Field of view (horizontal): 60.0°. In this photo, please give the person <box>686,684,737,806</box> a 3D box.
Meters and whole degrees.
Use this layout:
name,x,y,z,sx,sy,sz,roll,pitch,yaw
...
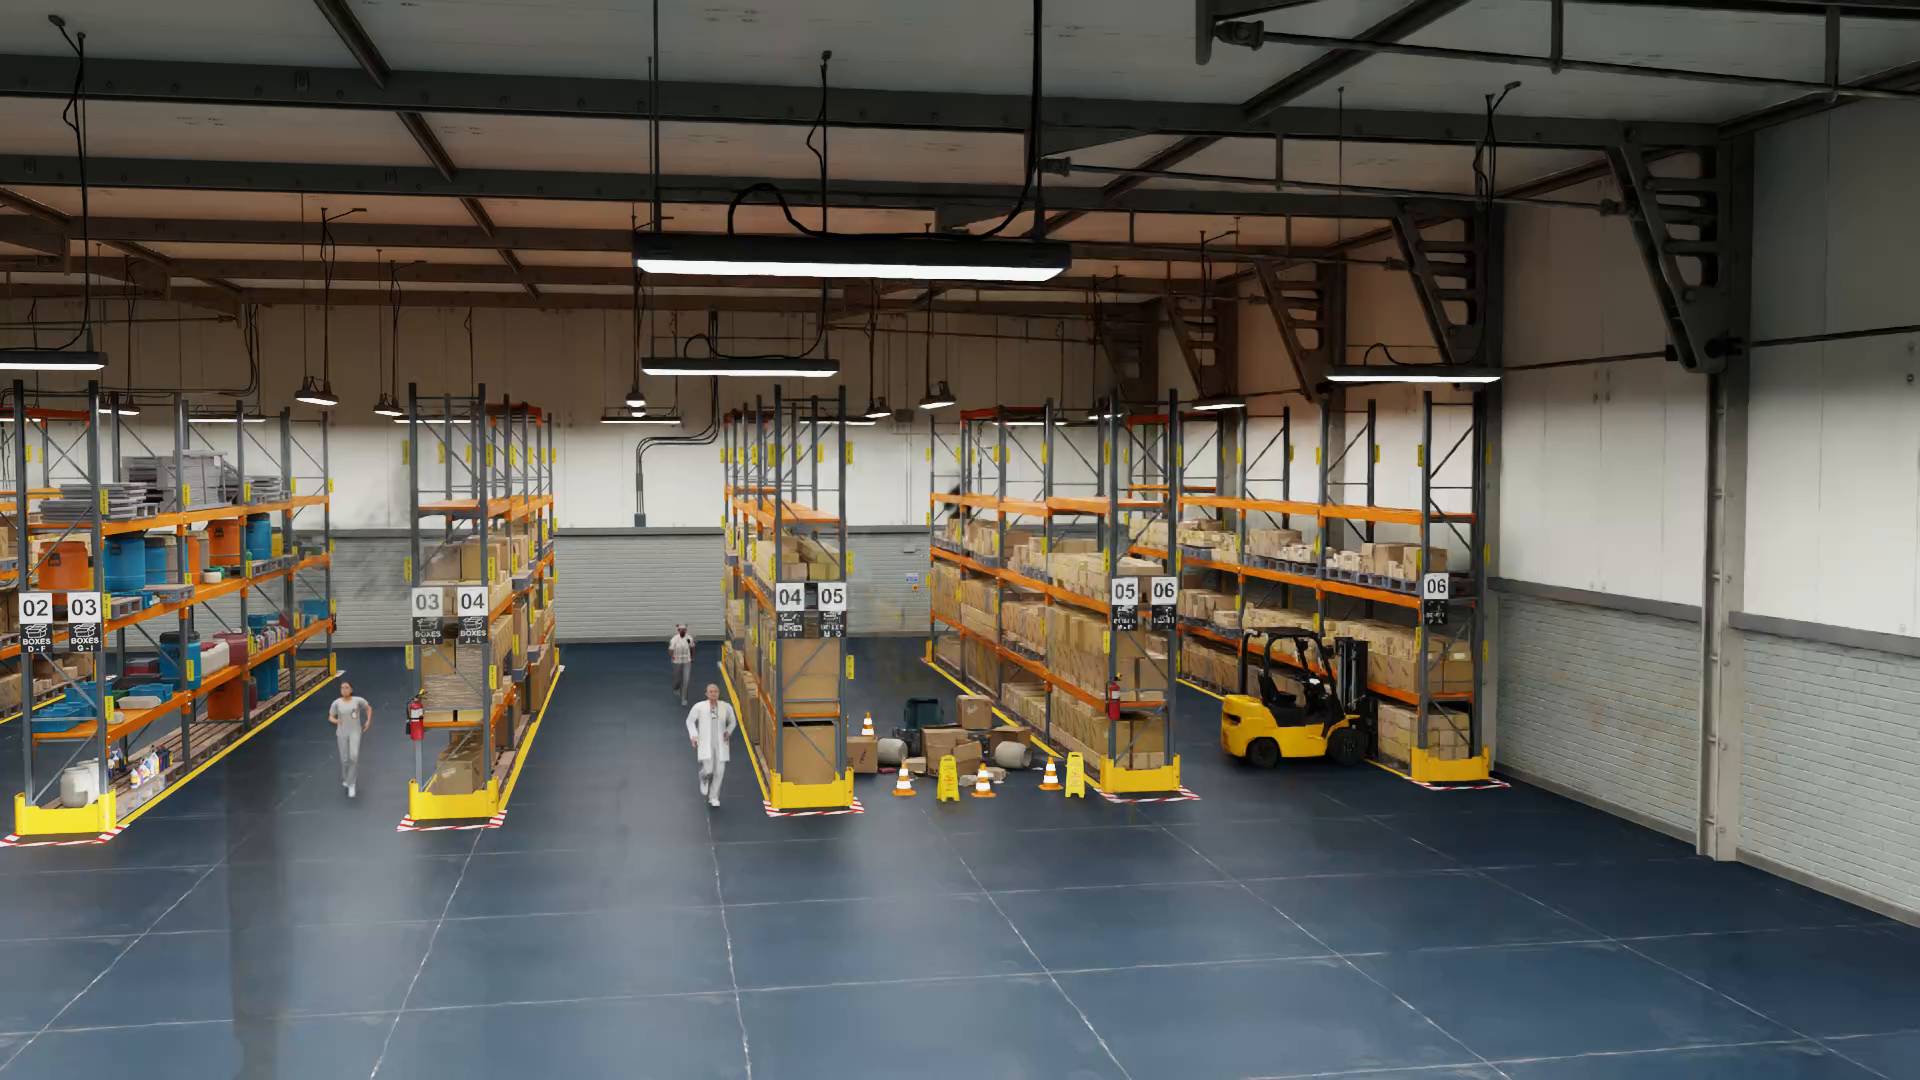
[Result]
name,x,y,z,sx,sy,sz,roll,pitch,yaw
person,-3.529,2.935,23.782,0.710,1.732,0.570,-1,3,-18

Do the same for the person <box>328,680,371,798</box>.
name,x,y,z,sx,sy,sz,roll,pitch,yaw
person,-9.075,2.930,24.715,0.570,1.698,0.825,-1,3,-13

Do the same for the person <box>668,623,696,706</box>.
name,x,y,z,sx,sy,sz,roll,pitch,yaw
person,-5.602,2.479,33.550,0.565,1.664,0.768,-1,3,-16
